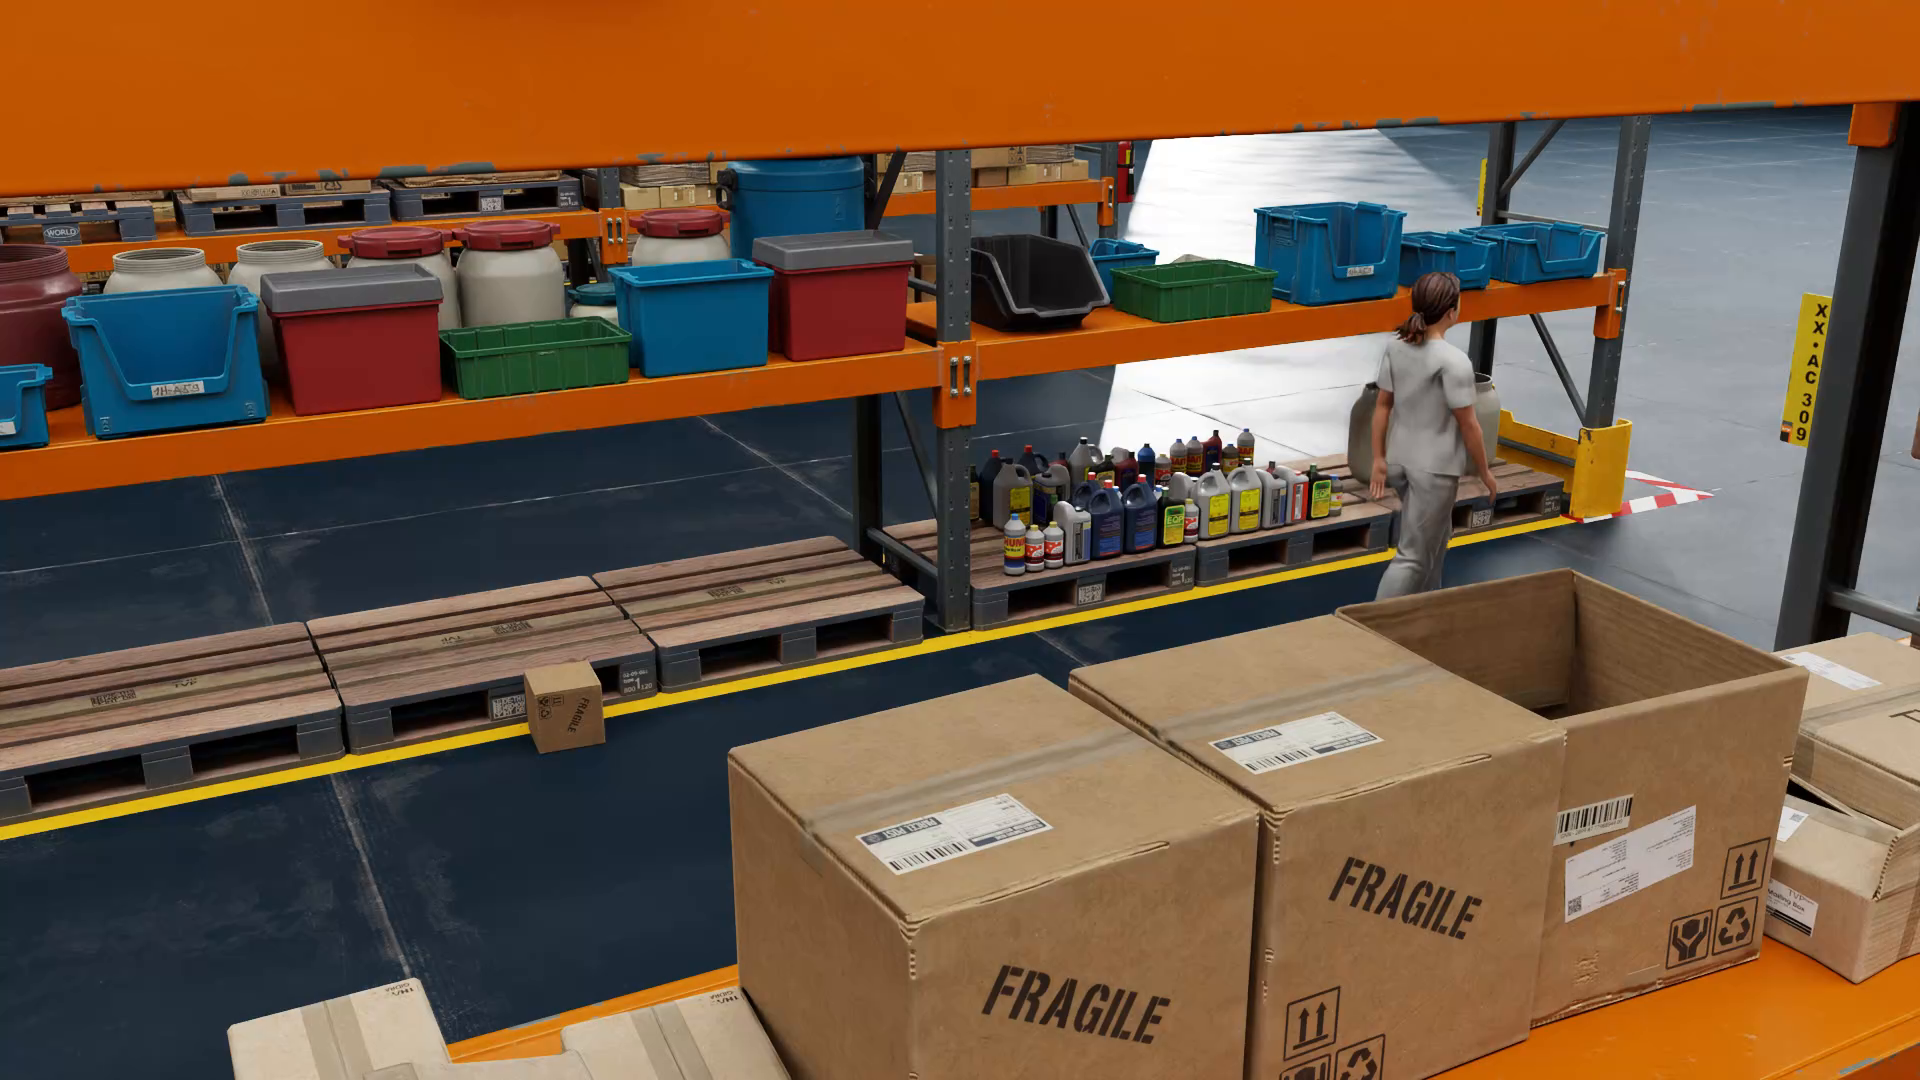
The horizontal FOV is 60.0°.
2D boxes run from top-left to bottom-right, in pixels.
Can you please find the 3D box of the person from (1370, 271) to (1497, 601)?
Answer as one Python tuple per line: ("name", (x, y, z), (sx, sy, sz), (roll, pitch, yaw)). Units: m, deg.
("person", (1.937, -0.241, 6.847), (0.592, 1.739, 0.457), (-9, 21, -25))
